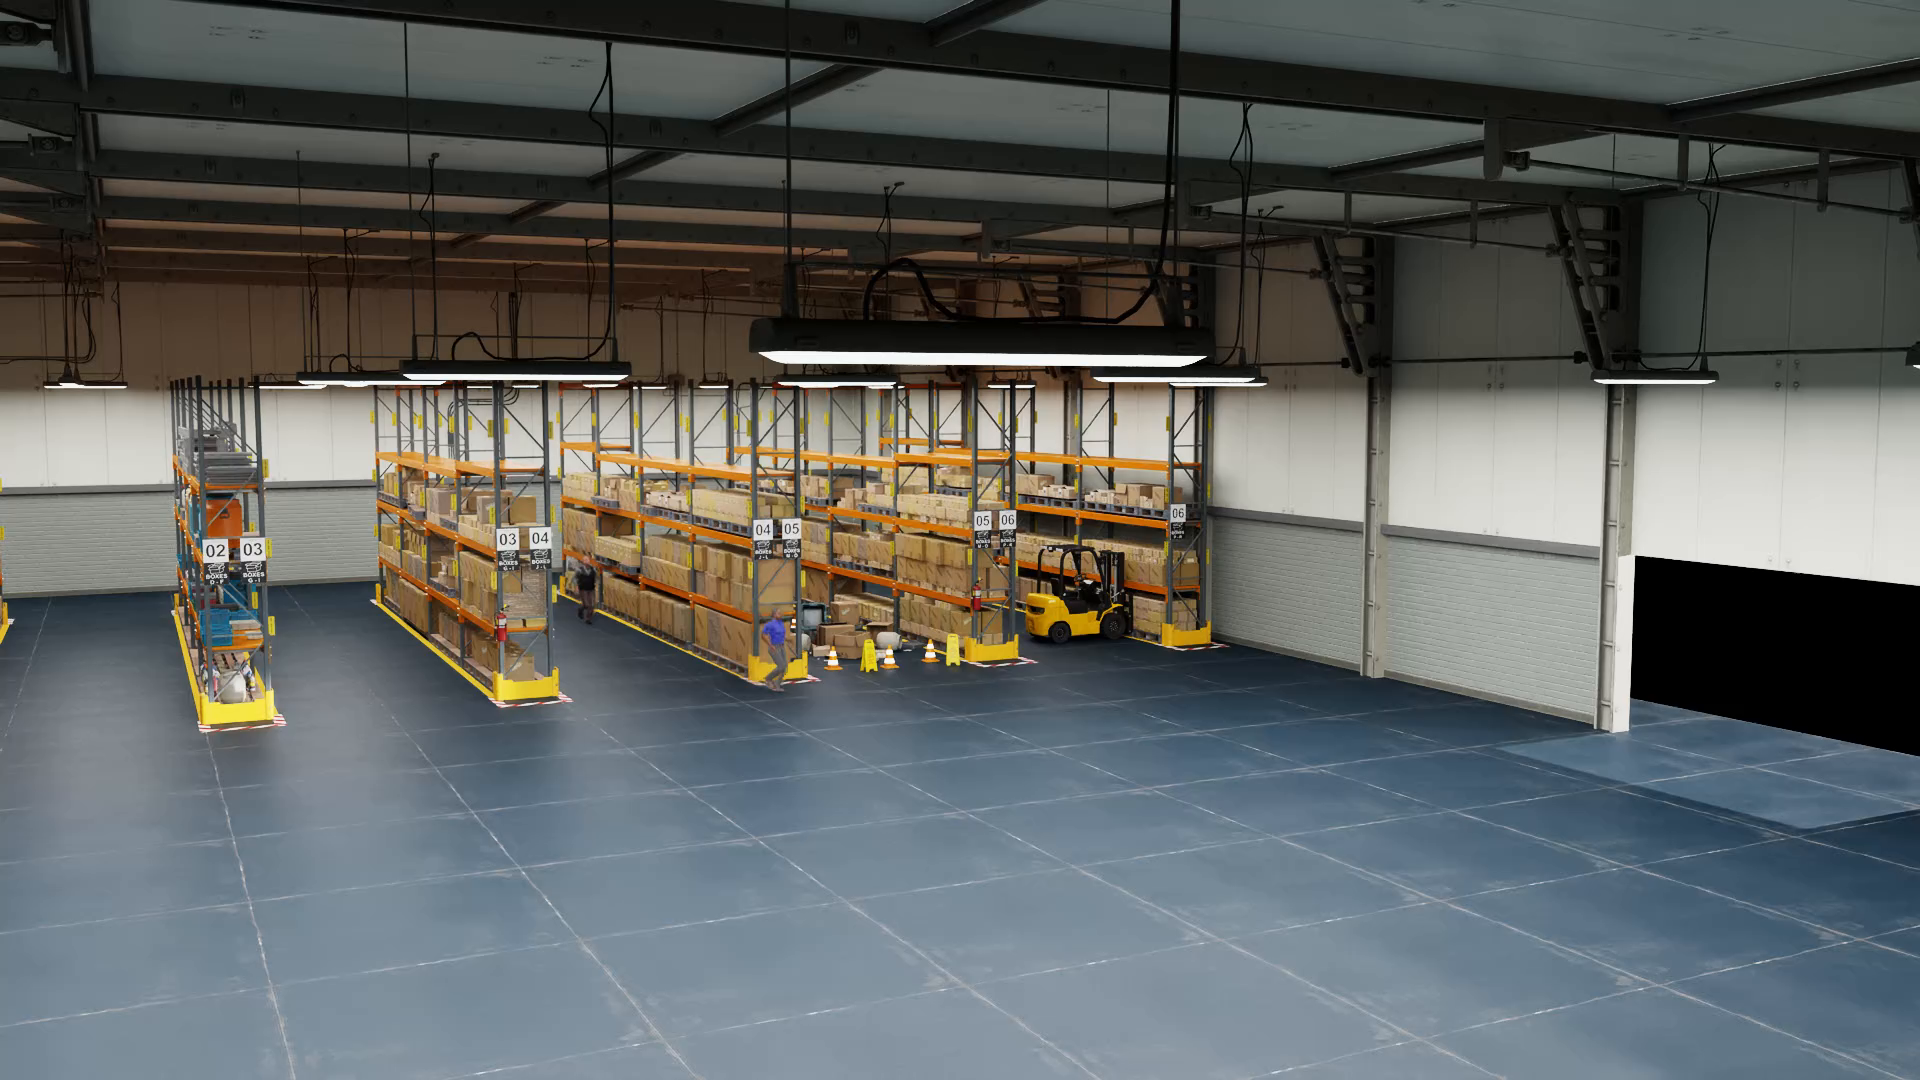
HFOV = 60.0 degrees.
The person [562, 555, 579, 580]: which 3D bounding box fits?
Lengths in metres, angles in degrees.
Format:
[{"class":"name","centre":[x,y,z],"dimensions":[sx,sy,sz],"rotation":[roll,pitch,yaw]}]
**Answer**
[{"class":"person","centre":[-11.204,0.558,48.372],"dimensions":[0.765,1.839,0.665],"rotation":[-4,6,-35]}]

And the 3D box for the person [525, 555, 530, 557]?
[{"class":"person","centre":[-12.412,0.709,46.708],"dimensions":[0.668,1.752,0.655],"rotation":[1,5,6]}]

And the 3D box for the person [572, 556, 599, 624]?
[{"class":"person","centre":[-9.206,1.243,41.042],"dimensions":[0.669,1.677,0.582],"rotation":[-3,6,-32]}]

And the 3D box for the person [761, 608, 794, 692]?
[{"class":"person","centre":[-3.466,2.096,31.770],"dimensions":[0.553,1.611,0.594],"rotation":[3,6,29]}]
